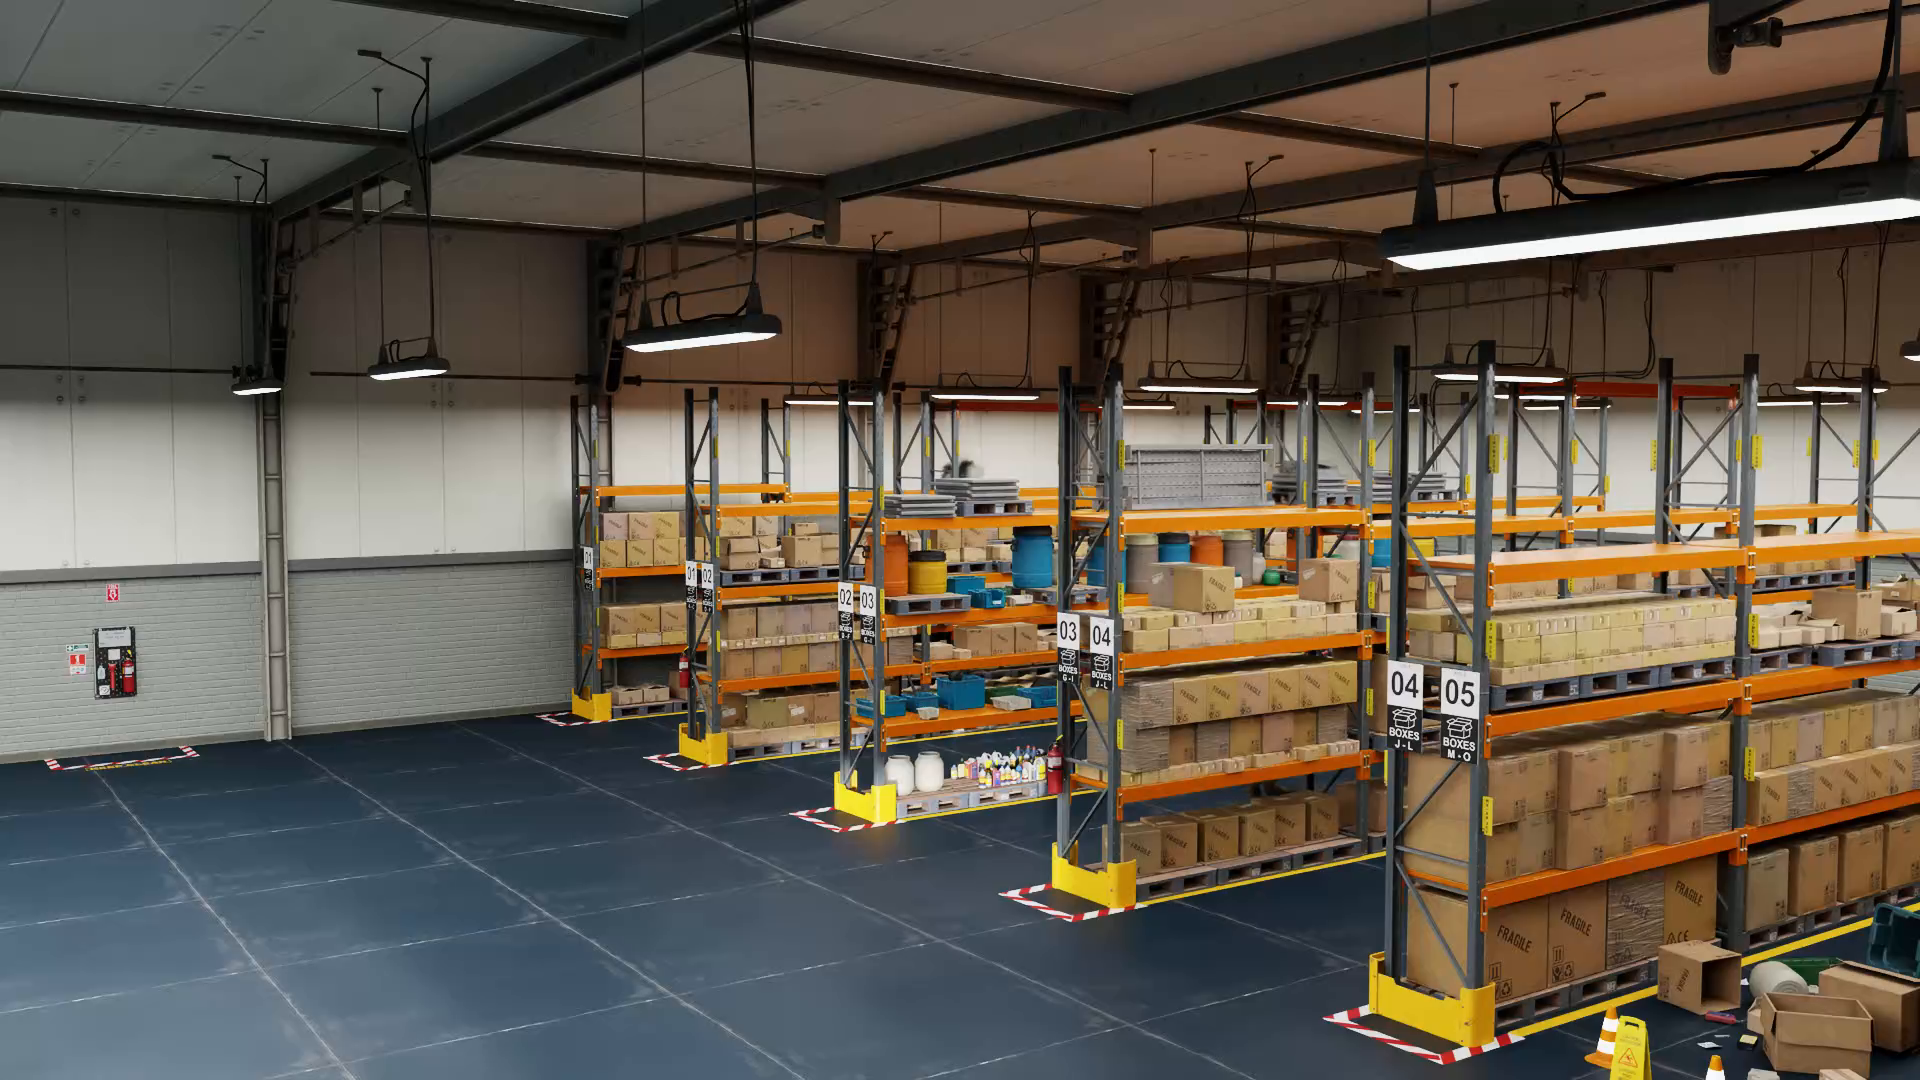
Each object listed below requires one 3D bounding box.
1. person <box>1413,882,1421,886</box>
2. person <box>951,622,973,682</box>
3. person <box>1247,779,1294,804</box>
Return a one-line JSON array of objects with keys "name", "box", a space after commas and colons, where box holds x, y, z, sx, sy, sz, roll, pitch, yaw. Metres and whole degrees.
[{"name": "person", "box": [4.939, 3.286, 17.091, 0.726, 1.738, 0.633, -3, 5, -41]}, {"name": "person", "box": [0.124, 2.379, 32.598, 0.812, 1.693, 0.575, -2, 4, -36]}, {"name": "person", "box": [4.159, 2.944, 22.454, 0.826, 1.735, 0.715, -3, 4, -36]}]
